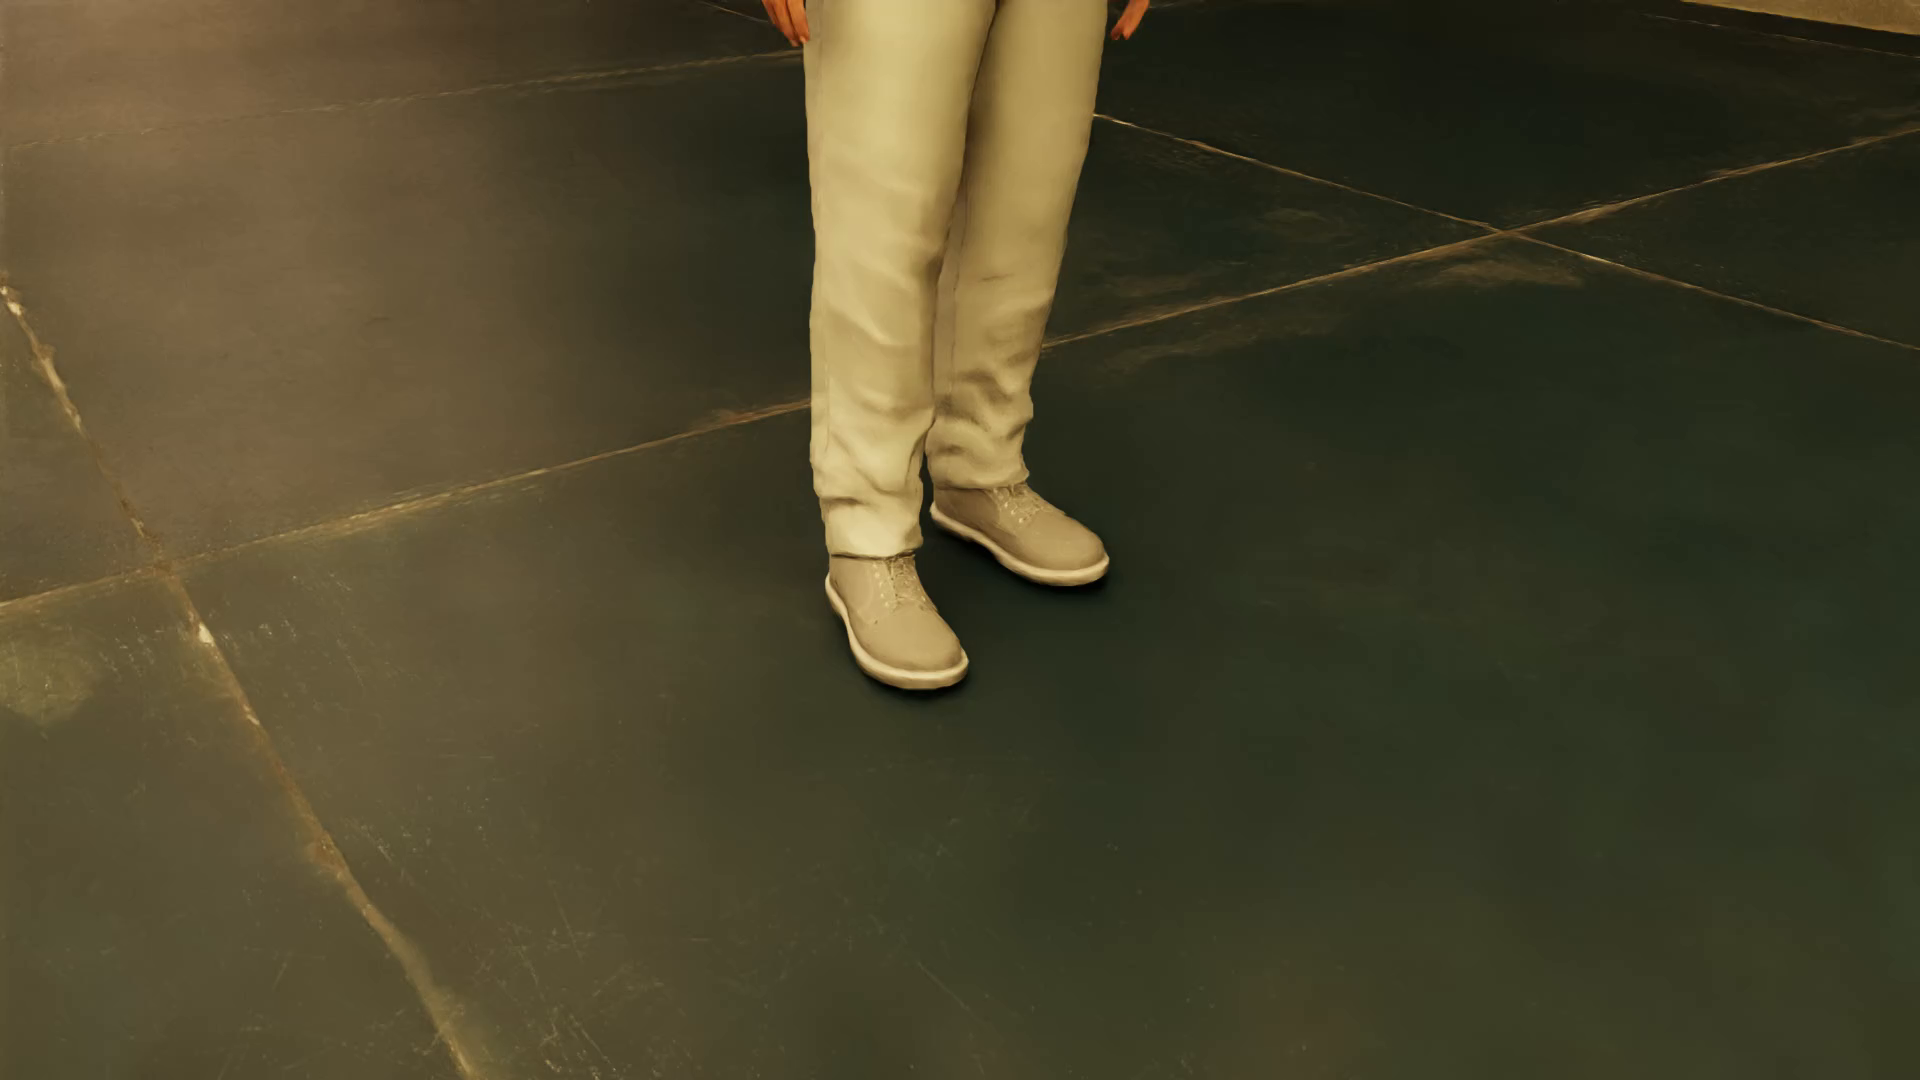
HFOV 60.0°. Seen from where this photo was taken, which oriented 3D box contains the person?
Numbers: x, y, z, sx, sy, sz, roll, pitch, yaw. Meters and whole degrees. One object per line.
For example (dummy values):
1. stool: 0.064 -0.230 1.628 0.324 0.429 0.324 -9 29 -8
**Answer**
1. person: 0.035 -0.772 2.034 0.640 1.781 0.574 -17 31 -31
